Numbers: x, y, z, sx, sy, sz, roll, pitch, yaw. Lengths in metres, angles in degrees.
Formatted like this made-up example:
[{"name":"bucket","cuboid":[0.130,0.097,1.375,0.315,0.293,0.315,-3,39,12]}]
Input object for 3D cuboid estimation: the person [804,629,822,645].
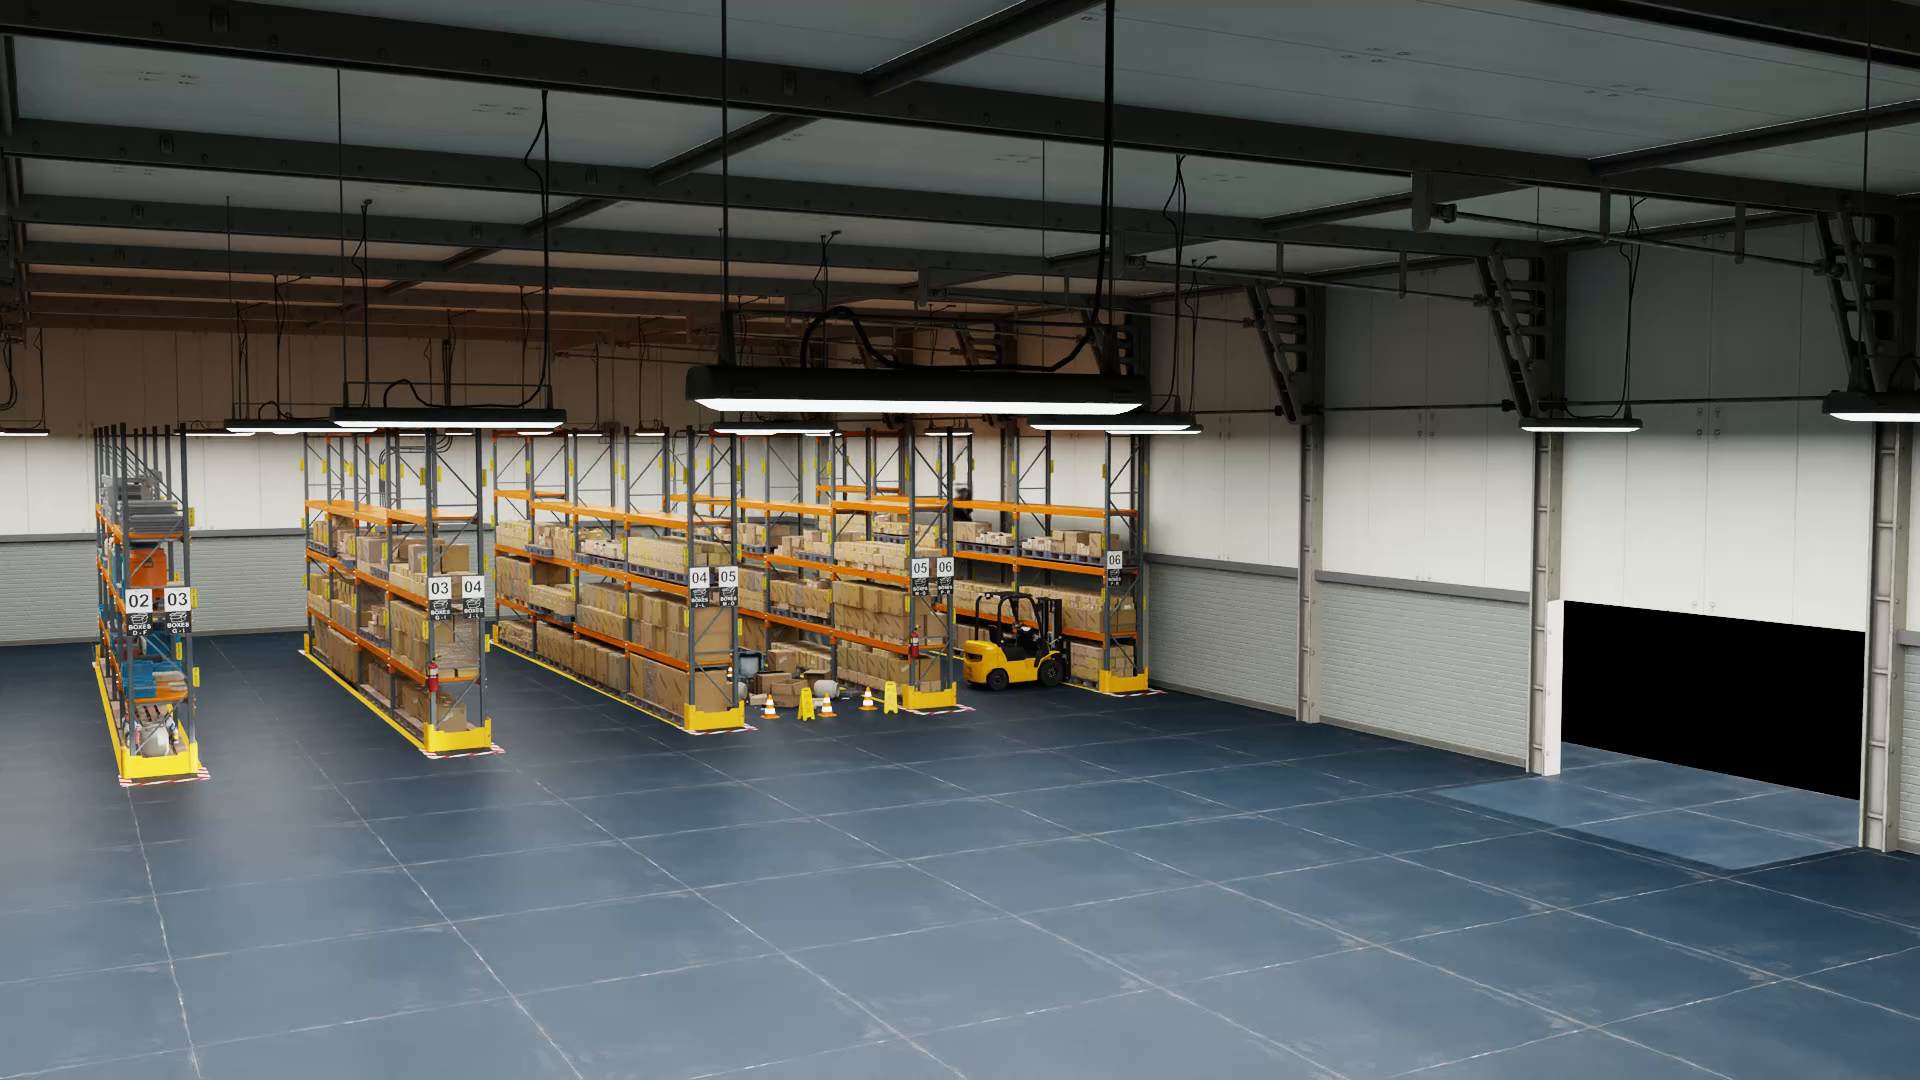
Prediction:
[{"name":"person","cuboid":[-3.984,2.152,44.791,0.642,1.782,0.762,-2,4,-33]}]
